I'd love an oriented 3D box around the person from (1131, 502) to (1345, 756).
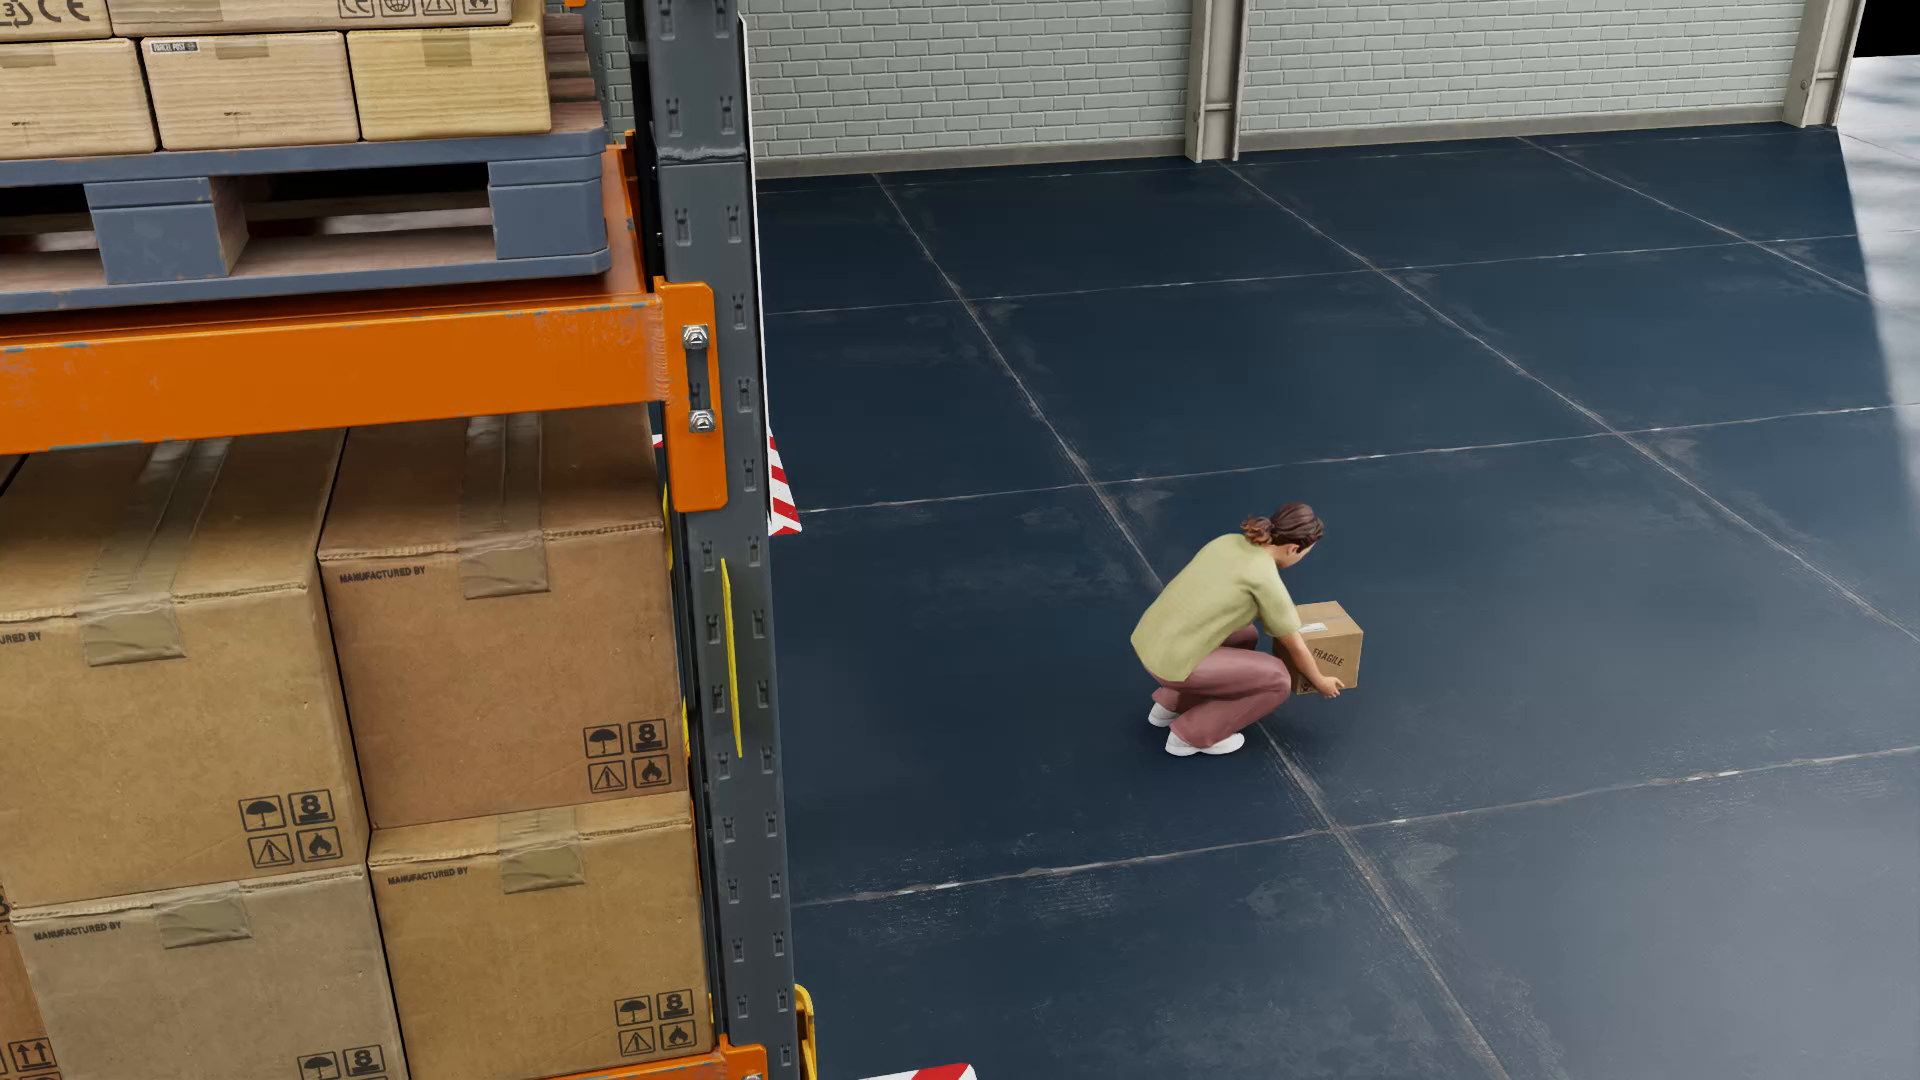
[{"bbox_3d":[1.051,0.323,6.314,0.806,0.928,0.482,-6,27,-11],"label":"person"}]
